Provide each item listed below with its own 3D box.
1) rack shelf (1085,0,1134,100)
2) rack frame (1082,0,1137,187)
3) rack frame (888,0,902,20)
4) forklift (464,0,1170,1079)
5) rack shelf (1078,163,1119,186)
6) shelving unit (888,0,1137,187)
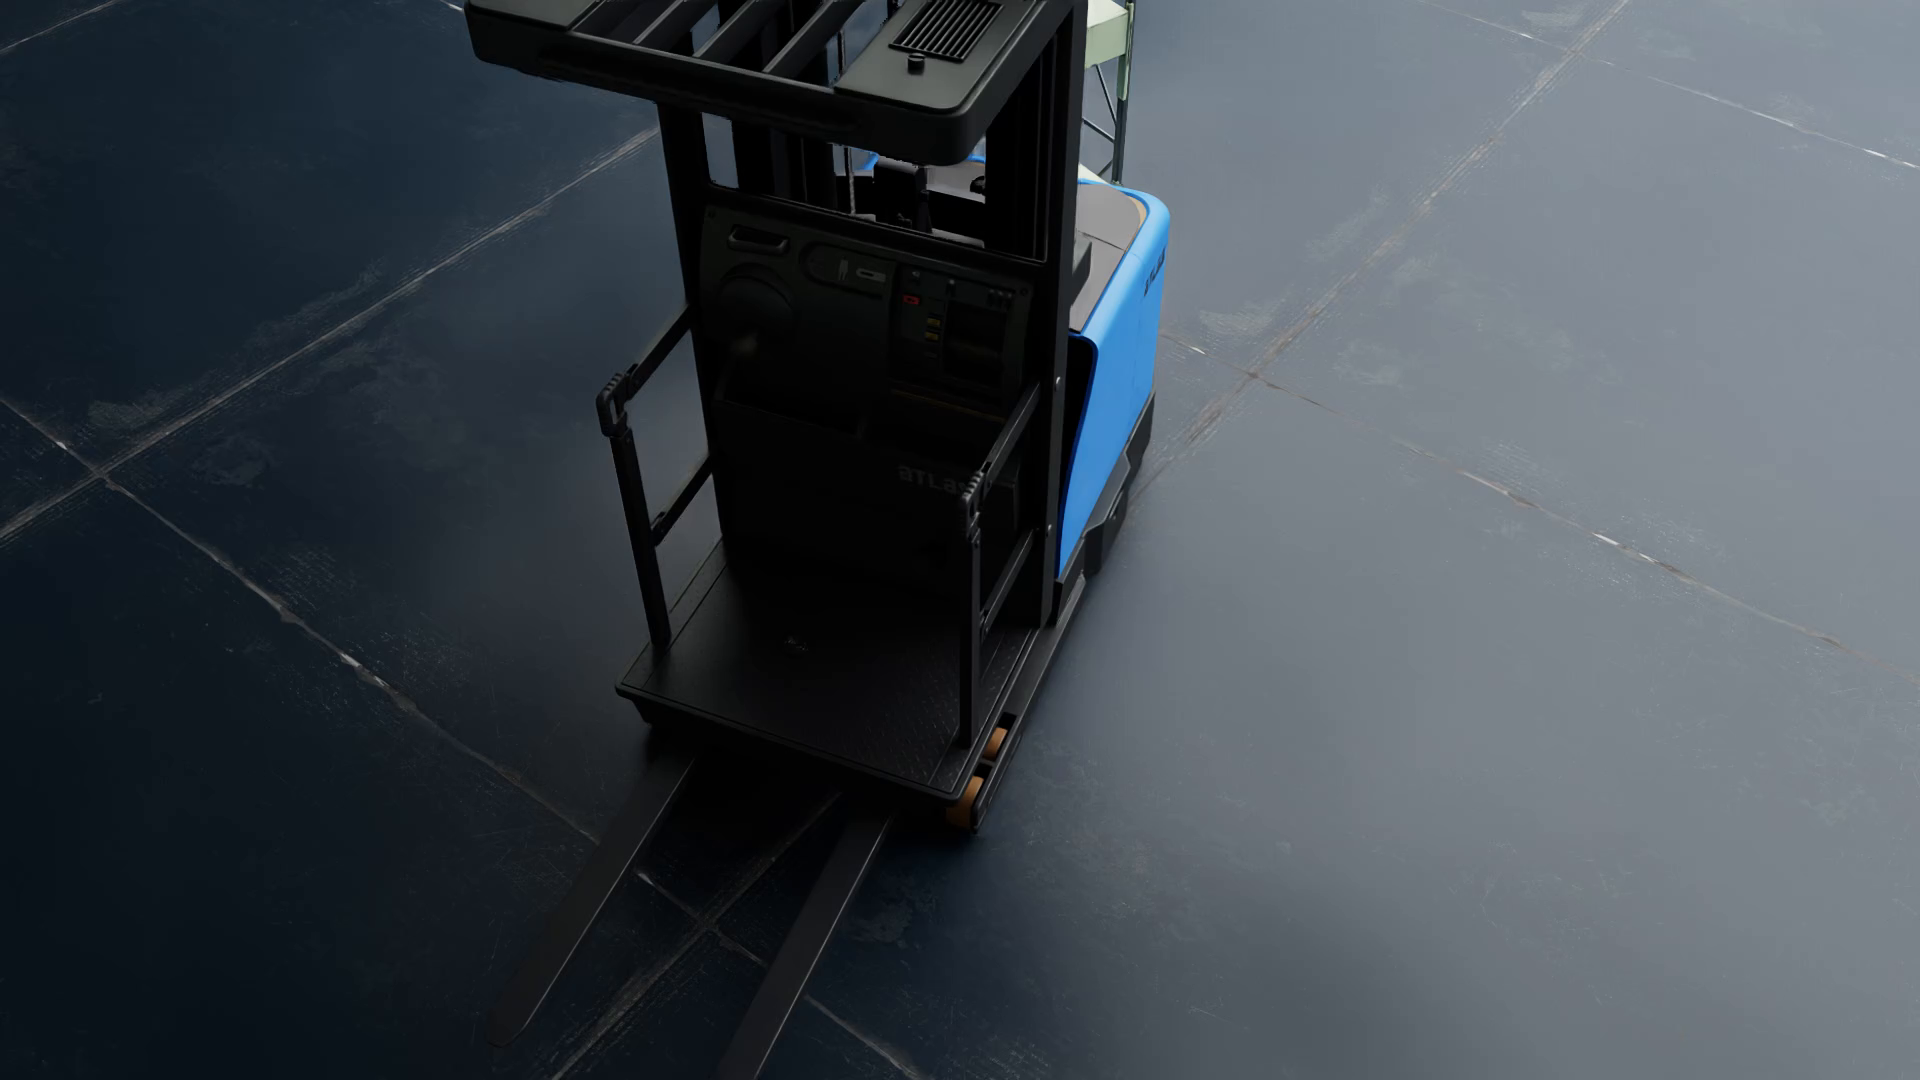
[{"bbox_3d":[0.181,-1.664,5.763,0.720,0.370,0.431,-28,52,-24],"label":"rack shelf"},{"bbox_3d":[0.475,-1.552,6.195,0.023,1.500,0.400,-28,52,-24],"label":"rack frame"},{"bbox_3d":[-0.114,-1.238,5.895,0.023,1.500,0.400,-28,52,-24],"label":"rack frame"},{"bbox_3d":[-0.335,-0.511,4.211,1.130,2.935,3.031,16,48,15],"label":"forklift"},{"bbox_3d":[0.181,-1.170,6.281,0.720,0.370,0.431,-28,52,-24],"label":"rack shelf"},{"bbox_3d":[0.181,-1.395,6.045,0.755,1.500,0.431,-28,52,-24],"label":"shelving unit"}]
